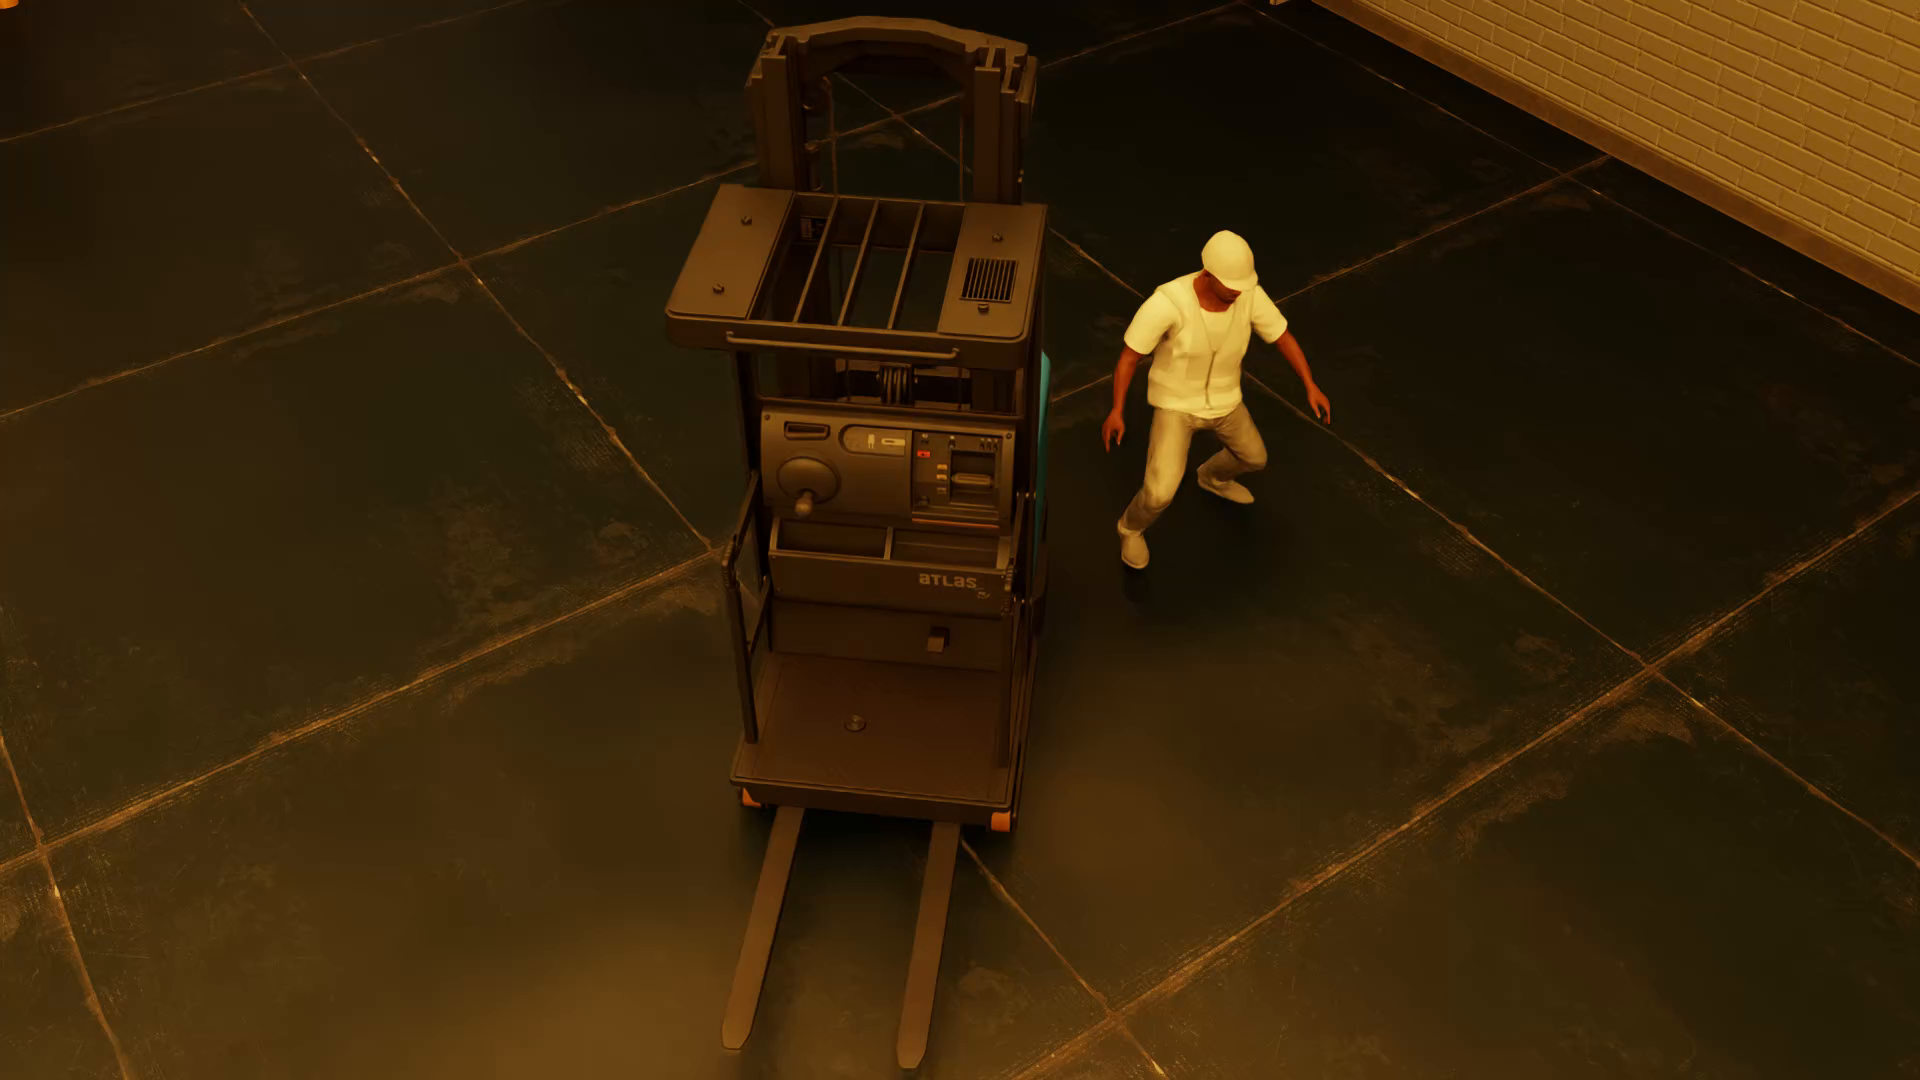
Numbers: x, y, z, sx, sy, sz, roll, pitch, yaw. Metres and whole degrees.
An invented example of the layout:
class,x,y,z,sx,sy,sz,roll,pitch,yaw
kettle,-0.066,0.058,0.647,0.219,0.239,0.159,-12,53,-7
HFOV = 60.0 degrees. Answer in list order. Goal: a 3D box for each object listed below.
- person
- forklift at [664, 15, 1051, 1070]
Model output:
class,x,y,z,sx,sy,sz,roll,pitch,yaw
person,1.105,-0.637,7.392,1.018,1.643,0.679,-11,44,-12
forklift,-0.290,-0.173,5.903,1.130,2.935,3.031,5,43,5
